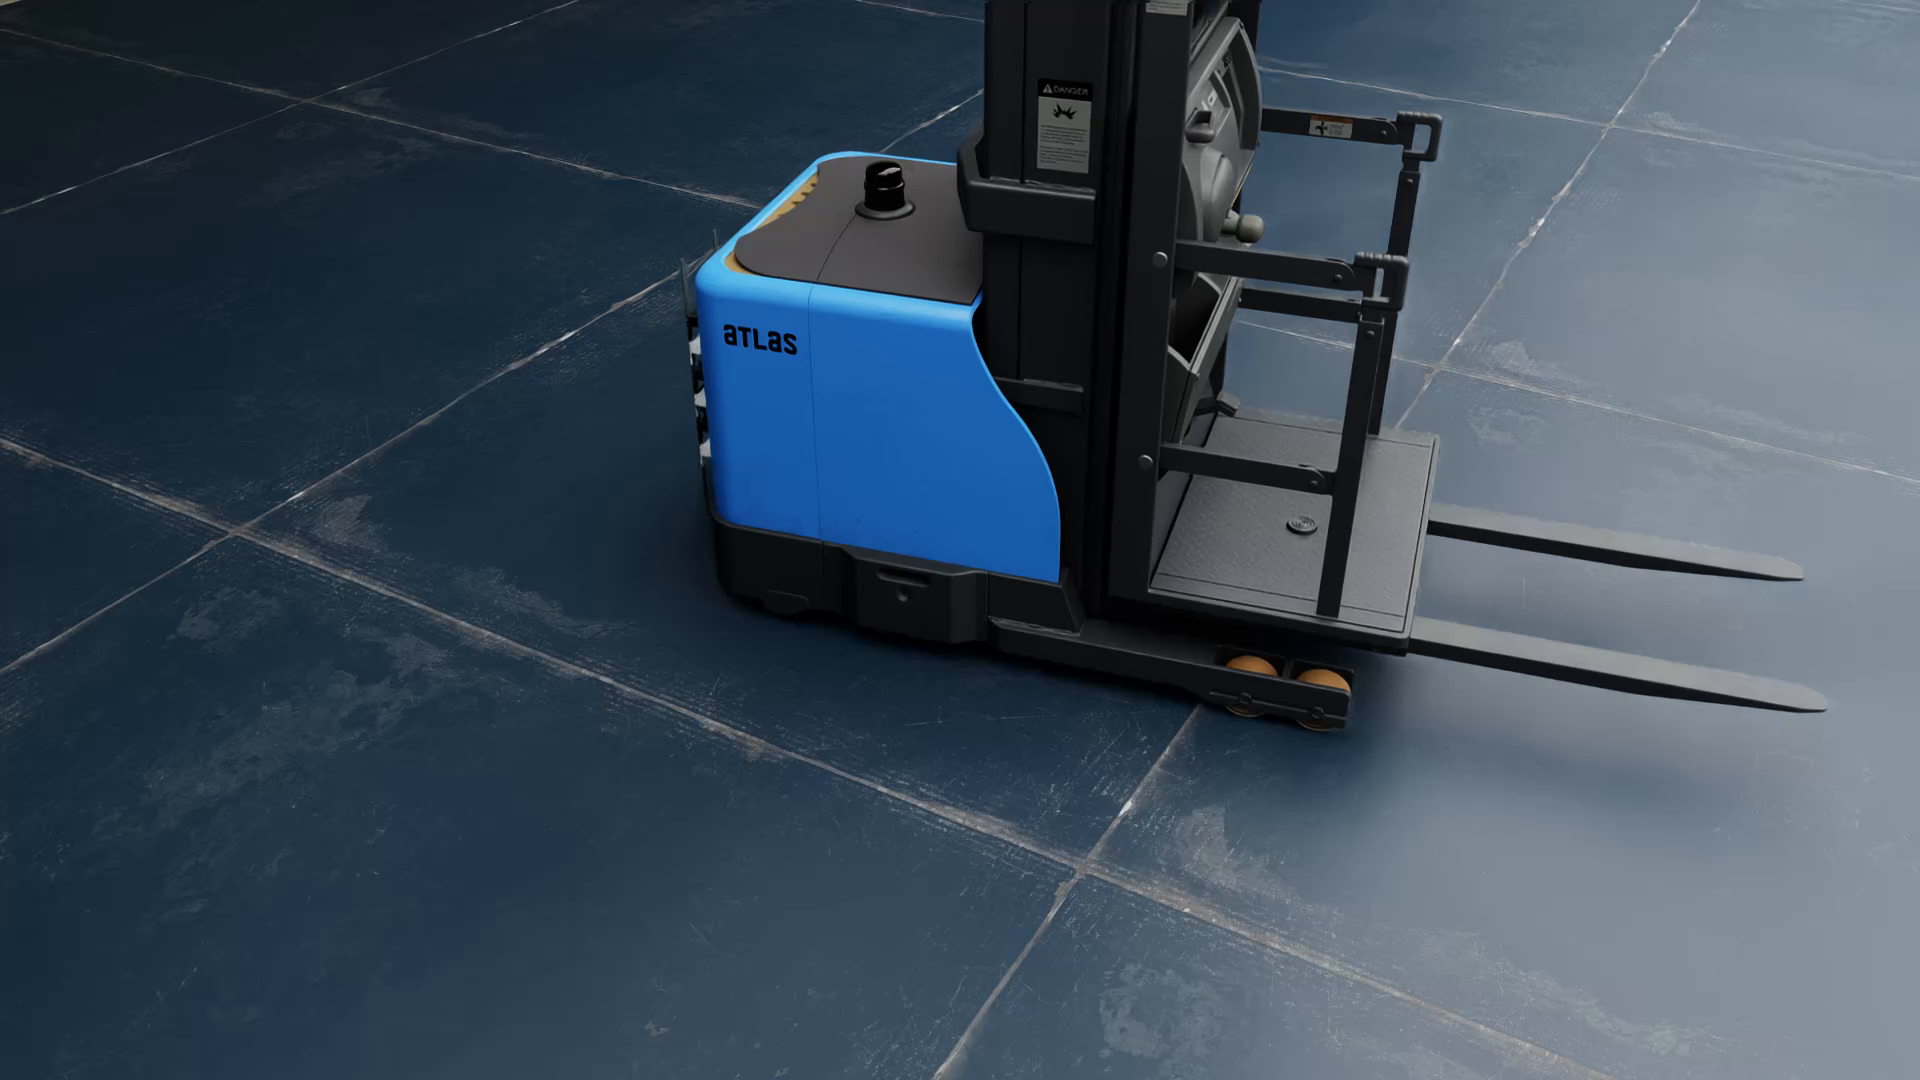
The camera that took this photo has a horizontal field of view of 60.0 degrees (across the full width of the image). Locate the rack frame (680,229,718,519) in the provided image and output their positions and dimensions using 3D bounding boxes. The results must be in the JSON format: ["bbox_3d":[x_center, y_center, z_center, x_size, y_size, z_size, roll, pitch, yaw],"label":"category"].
[{"bbox_3d":[-0.779,-0.506,5.198,0.006,0.900,0.240,10,35,15],"label":"rack frame"}]

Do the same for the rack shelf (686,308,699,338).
[{"bbox_3d":[-0.682,-0.686,5.041,0.200,0.077,0.258,10,35,15],"label":"rack shelf"}]

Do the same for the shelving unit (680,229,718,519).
[{"bbox_3d":[-0.682,-0.489,5.172,0.210,0.900,0.258,10,35,15],"label":"shelving unit"}]

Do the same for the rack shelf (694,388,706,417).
[{"bbox_3d":[-0.682,-0.461,5.191,0.200,0.077,0.258,10,35,15],"label":"rack shelf"}]

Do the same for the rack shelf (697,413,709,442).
[{"bbox_3d":[-0.682,-0.386,5.241,0.200,0.077,0.258,10,35,15],"label":"rack shelf"}]

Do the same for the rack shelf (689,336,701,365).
[{"bbox_3d":[-0.682,-0.611,5.091,0.200,0.077,0.258,10,35,15],"label":"rack shelf"}]

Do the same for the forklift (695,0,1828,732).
[{"bbox_3d":[0.853,-1.036,4.162,3.031,2.935,1.130,10,35,15],"label":"forklift"}]

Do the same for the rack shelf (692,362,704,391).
[{"bbox_3d":[-0.682,-0.536,5.141,0.200,0.077,0.258,10,35,15],"label":"rack shelf"}]

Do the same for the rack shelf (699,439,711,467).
[{"bbox_3d":[-0.682,-0.311,5.291,0.200,0.077,0.258,10,35,15],"label":"rack shelf"}]
